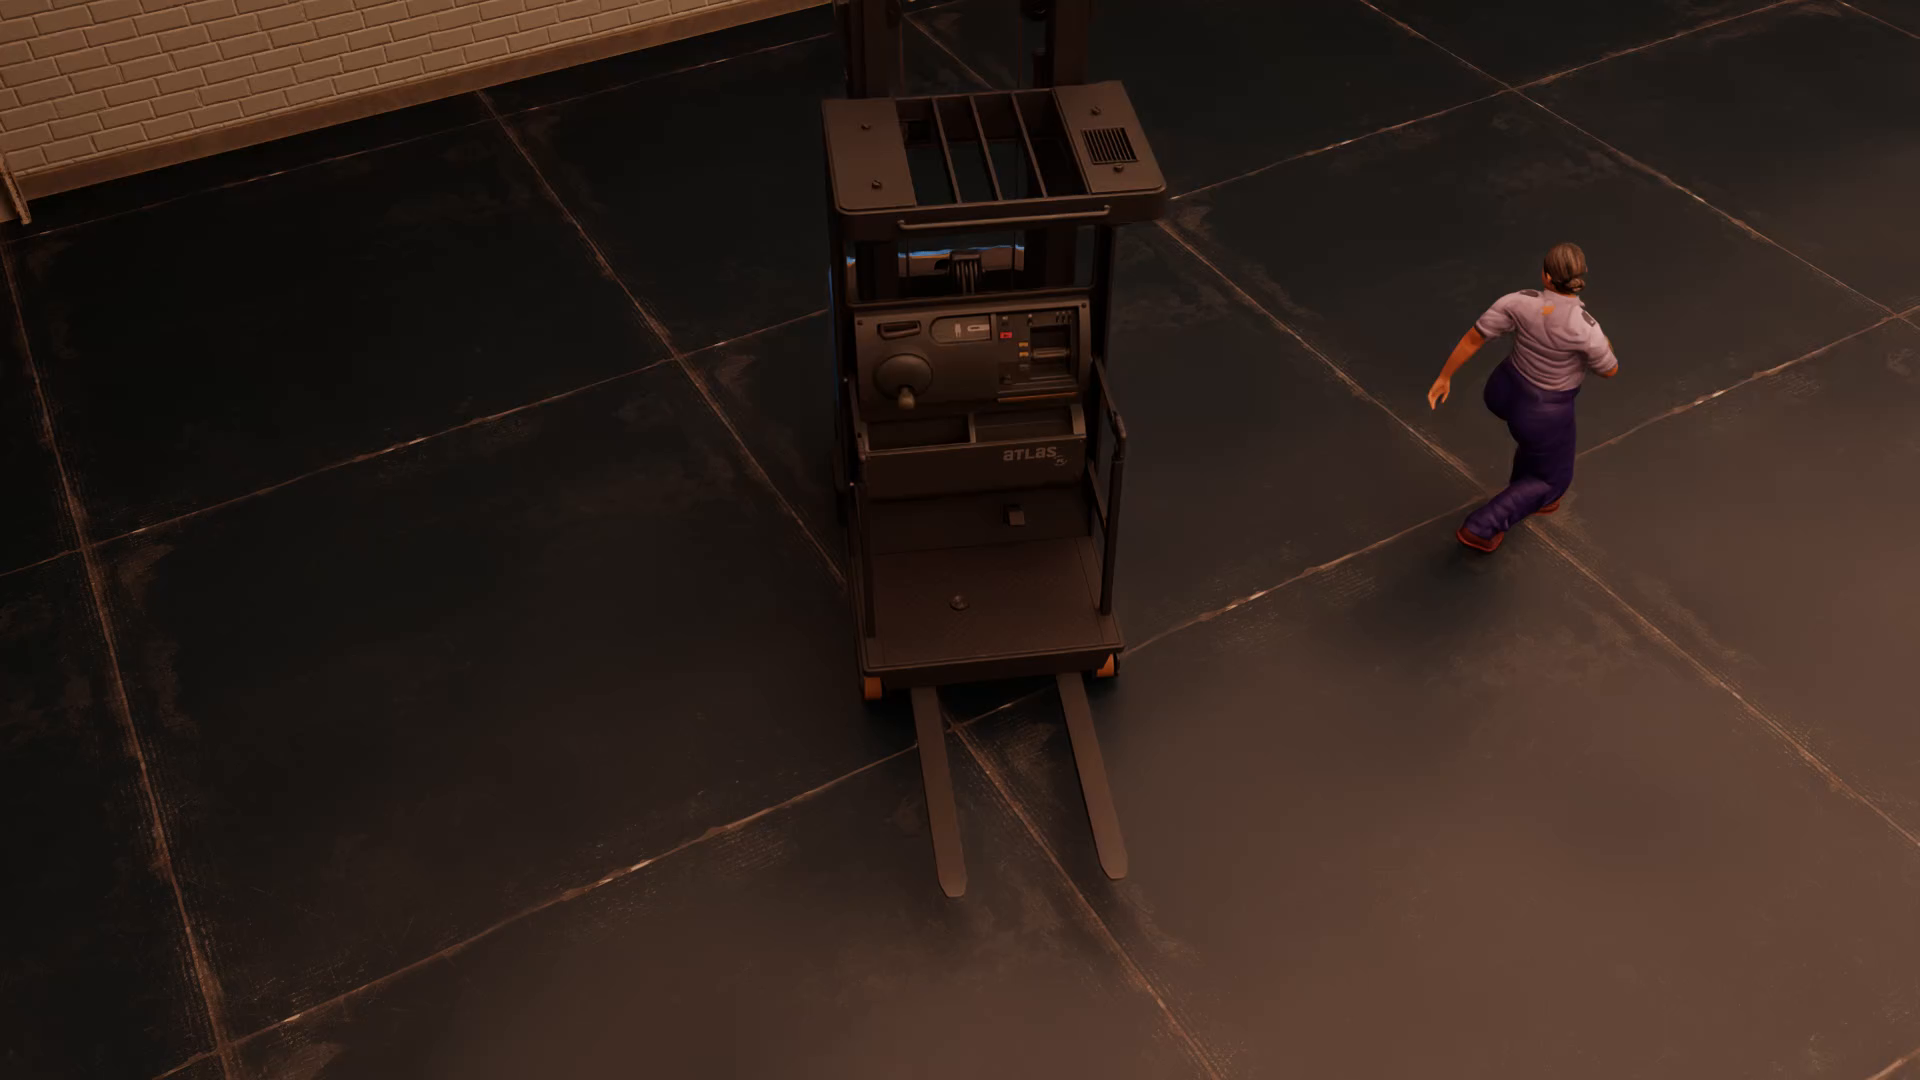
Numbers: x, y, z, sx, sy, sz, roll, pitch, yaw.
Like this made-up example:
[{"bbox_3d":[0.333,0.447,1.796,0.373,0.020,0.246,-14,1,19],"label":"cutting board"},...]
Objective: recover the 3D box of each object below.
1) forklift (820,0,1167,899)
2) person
[{"bbox_3d":[0.084,-0.647,6.395,1.130,2.935,3.031,-5,43,-6],"label":"forklift"},{"bbox_3d":[2.545,-0.632,7.403,0.776,1.570,0.533,-18,46,-18],"label":"person"}]
